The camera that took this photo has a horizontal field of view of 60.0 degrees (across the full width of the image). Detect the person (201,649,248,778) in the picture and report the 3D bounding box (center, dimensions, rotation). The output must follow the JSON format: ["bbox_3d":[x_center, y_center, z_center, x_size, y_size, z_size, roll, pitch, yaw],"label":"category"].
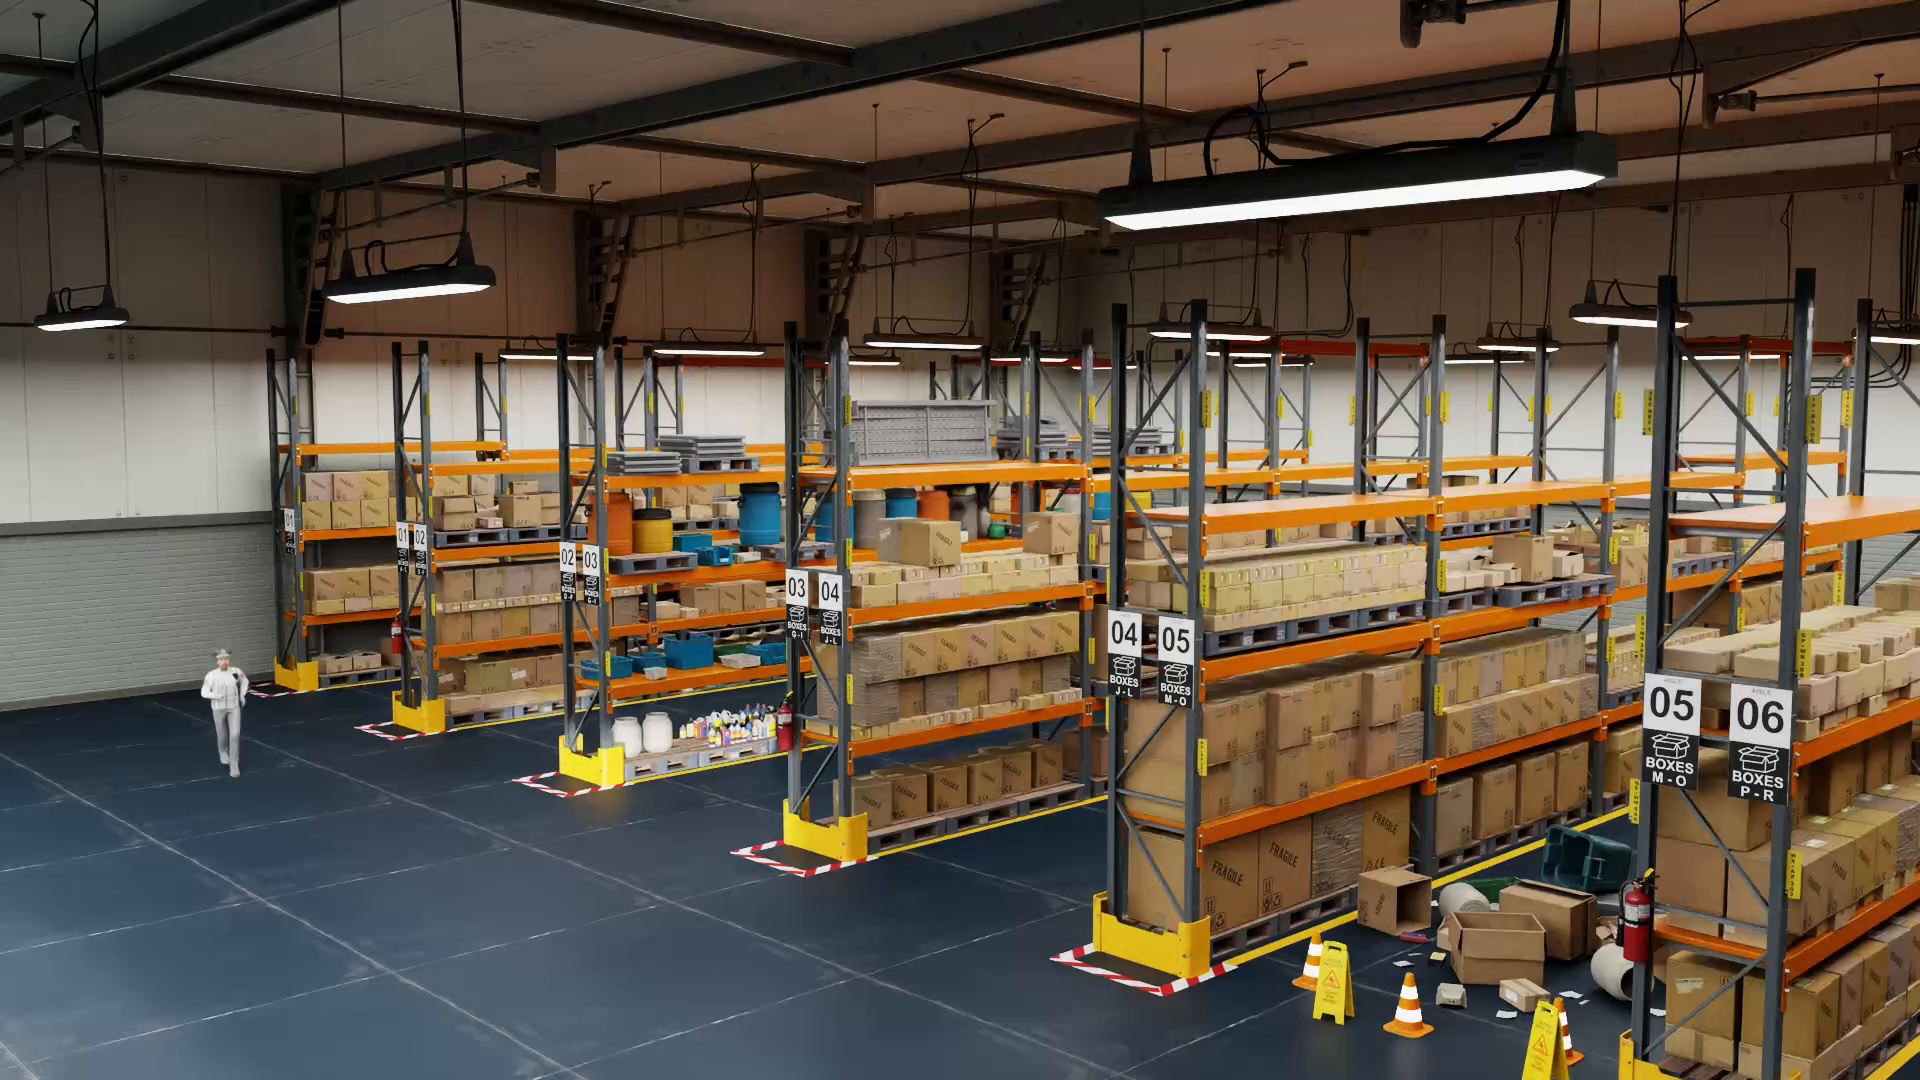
[{"bbox_3d":[-10.089,2.338,22.819,0.575,1.722,0.904,-2,6,-27],"label":"person"}]
